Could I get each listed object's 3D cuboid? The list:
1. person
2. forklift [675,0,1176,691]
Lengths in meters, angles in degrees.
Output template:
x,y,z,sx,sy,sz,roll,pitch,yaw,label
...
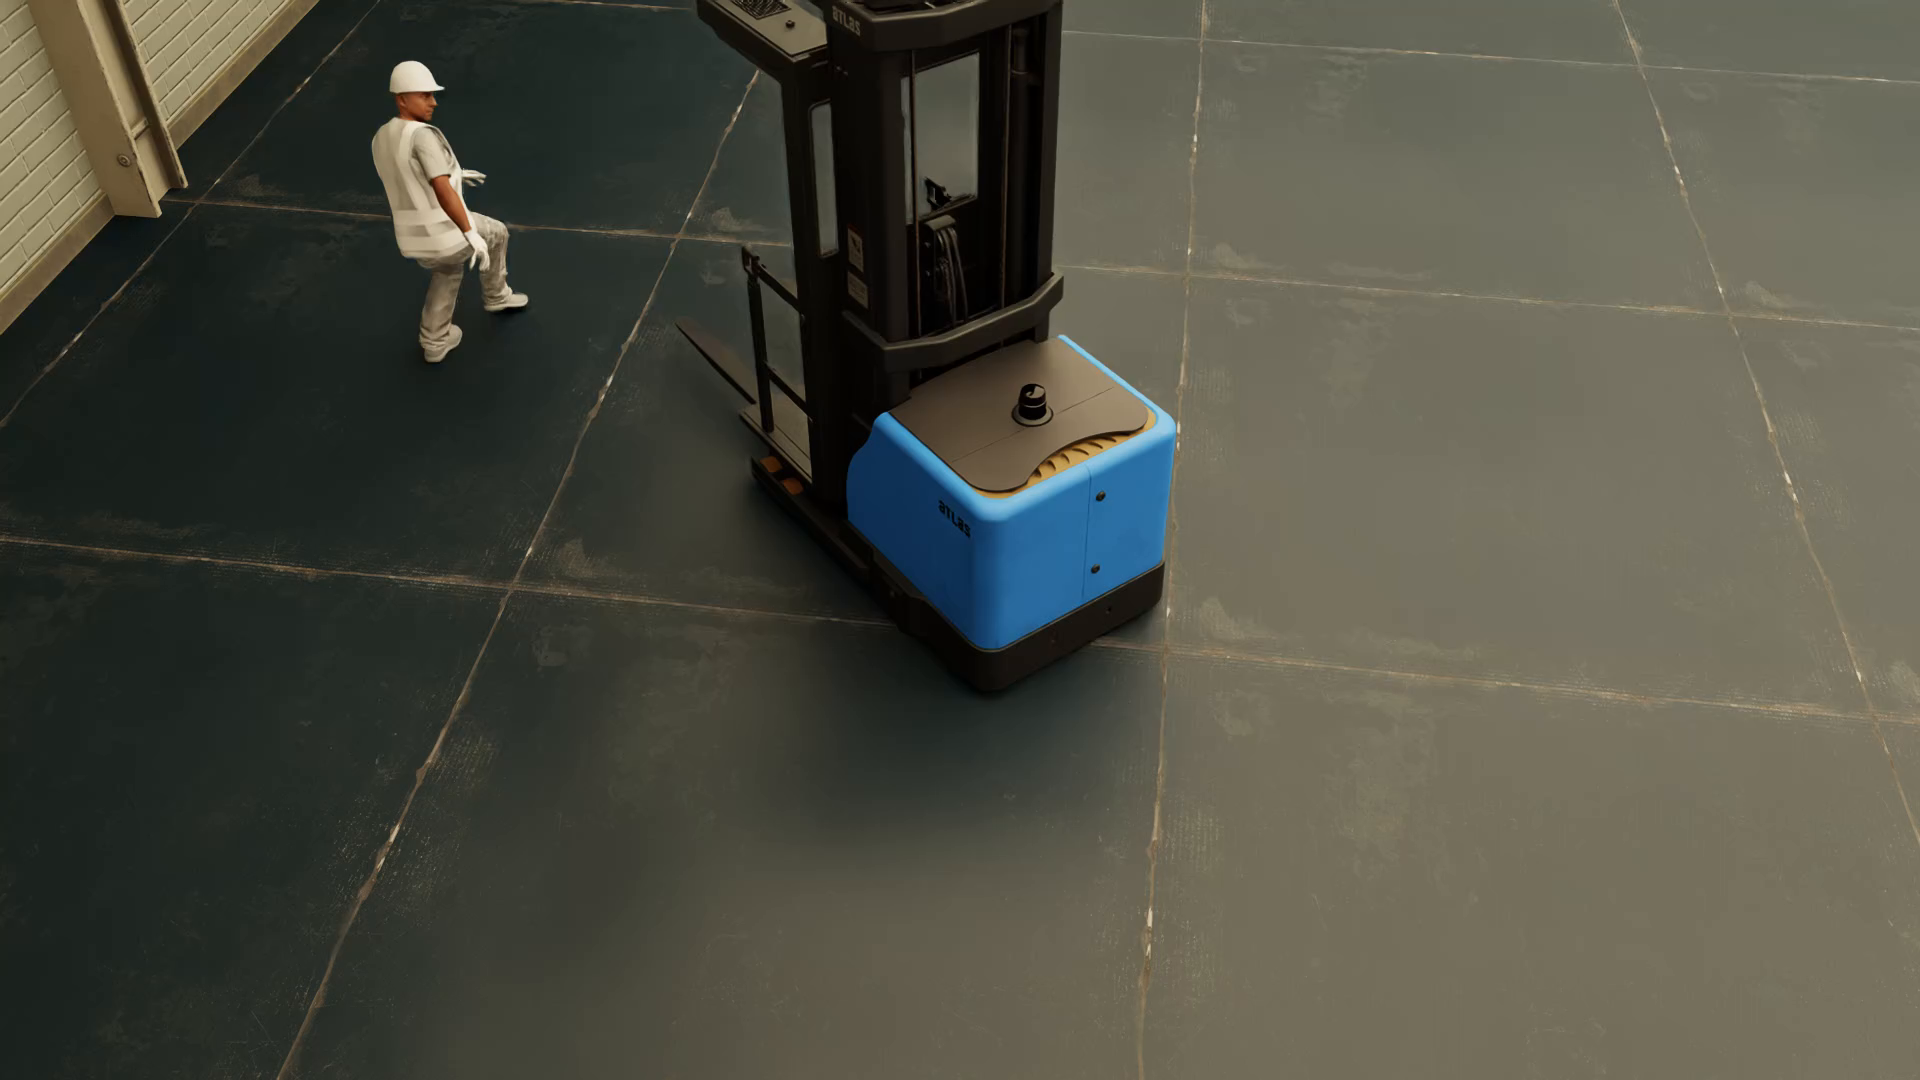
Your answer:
x,y,z,sx,sy,sz,roll,pitch,yaw,label
-2.576,-1.683,8.574,0.798,1.576,0.816,16,45,17,person
-0.359,-1.393,7.241,1.130,2.935,3.031,-26,49,-26,forklift
